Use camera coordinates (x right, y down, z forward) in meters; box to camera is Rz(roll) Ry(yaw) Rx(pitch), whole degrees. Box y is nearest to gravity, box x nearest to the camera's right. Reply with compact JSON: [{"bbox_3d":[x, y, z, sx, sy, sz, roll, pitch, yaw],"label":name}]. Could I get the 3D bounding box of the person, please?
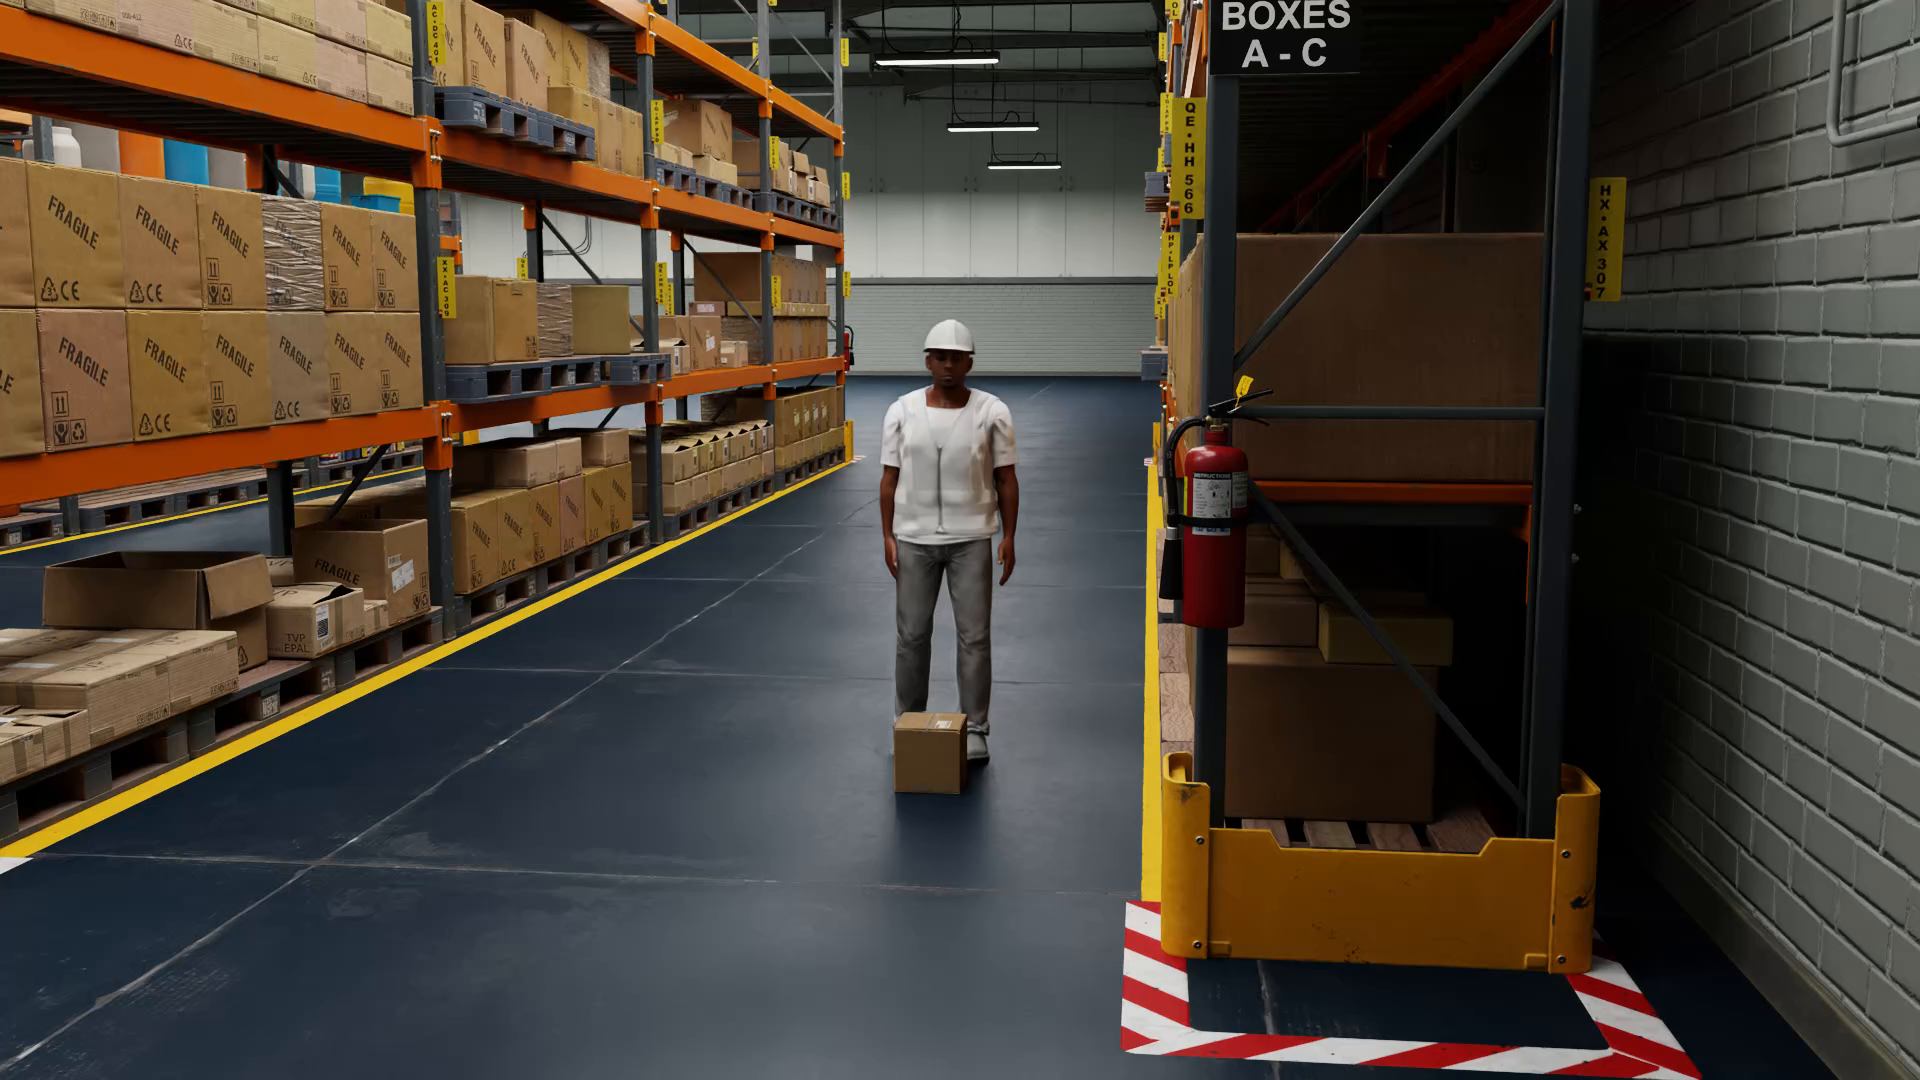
[{"bbox_3d":[-0.049,0.023,6.710,0.566,1.809,0.409,1,8,6],"label":"person"}]
